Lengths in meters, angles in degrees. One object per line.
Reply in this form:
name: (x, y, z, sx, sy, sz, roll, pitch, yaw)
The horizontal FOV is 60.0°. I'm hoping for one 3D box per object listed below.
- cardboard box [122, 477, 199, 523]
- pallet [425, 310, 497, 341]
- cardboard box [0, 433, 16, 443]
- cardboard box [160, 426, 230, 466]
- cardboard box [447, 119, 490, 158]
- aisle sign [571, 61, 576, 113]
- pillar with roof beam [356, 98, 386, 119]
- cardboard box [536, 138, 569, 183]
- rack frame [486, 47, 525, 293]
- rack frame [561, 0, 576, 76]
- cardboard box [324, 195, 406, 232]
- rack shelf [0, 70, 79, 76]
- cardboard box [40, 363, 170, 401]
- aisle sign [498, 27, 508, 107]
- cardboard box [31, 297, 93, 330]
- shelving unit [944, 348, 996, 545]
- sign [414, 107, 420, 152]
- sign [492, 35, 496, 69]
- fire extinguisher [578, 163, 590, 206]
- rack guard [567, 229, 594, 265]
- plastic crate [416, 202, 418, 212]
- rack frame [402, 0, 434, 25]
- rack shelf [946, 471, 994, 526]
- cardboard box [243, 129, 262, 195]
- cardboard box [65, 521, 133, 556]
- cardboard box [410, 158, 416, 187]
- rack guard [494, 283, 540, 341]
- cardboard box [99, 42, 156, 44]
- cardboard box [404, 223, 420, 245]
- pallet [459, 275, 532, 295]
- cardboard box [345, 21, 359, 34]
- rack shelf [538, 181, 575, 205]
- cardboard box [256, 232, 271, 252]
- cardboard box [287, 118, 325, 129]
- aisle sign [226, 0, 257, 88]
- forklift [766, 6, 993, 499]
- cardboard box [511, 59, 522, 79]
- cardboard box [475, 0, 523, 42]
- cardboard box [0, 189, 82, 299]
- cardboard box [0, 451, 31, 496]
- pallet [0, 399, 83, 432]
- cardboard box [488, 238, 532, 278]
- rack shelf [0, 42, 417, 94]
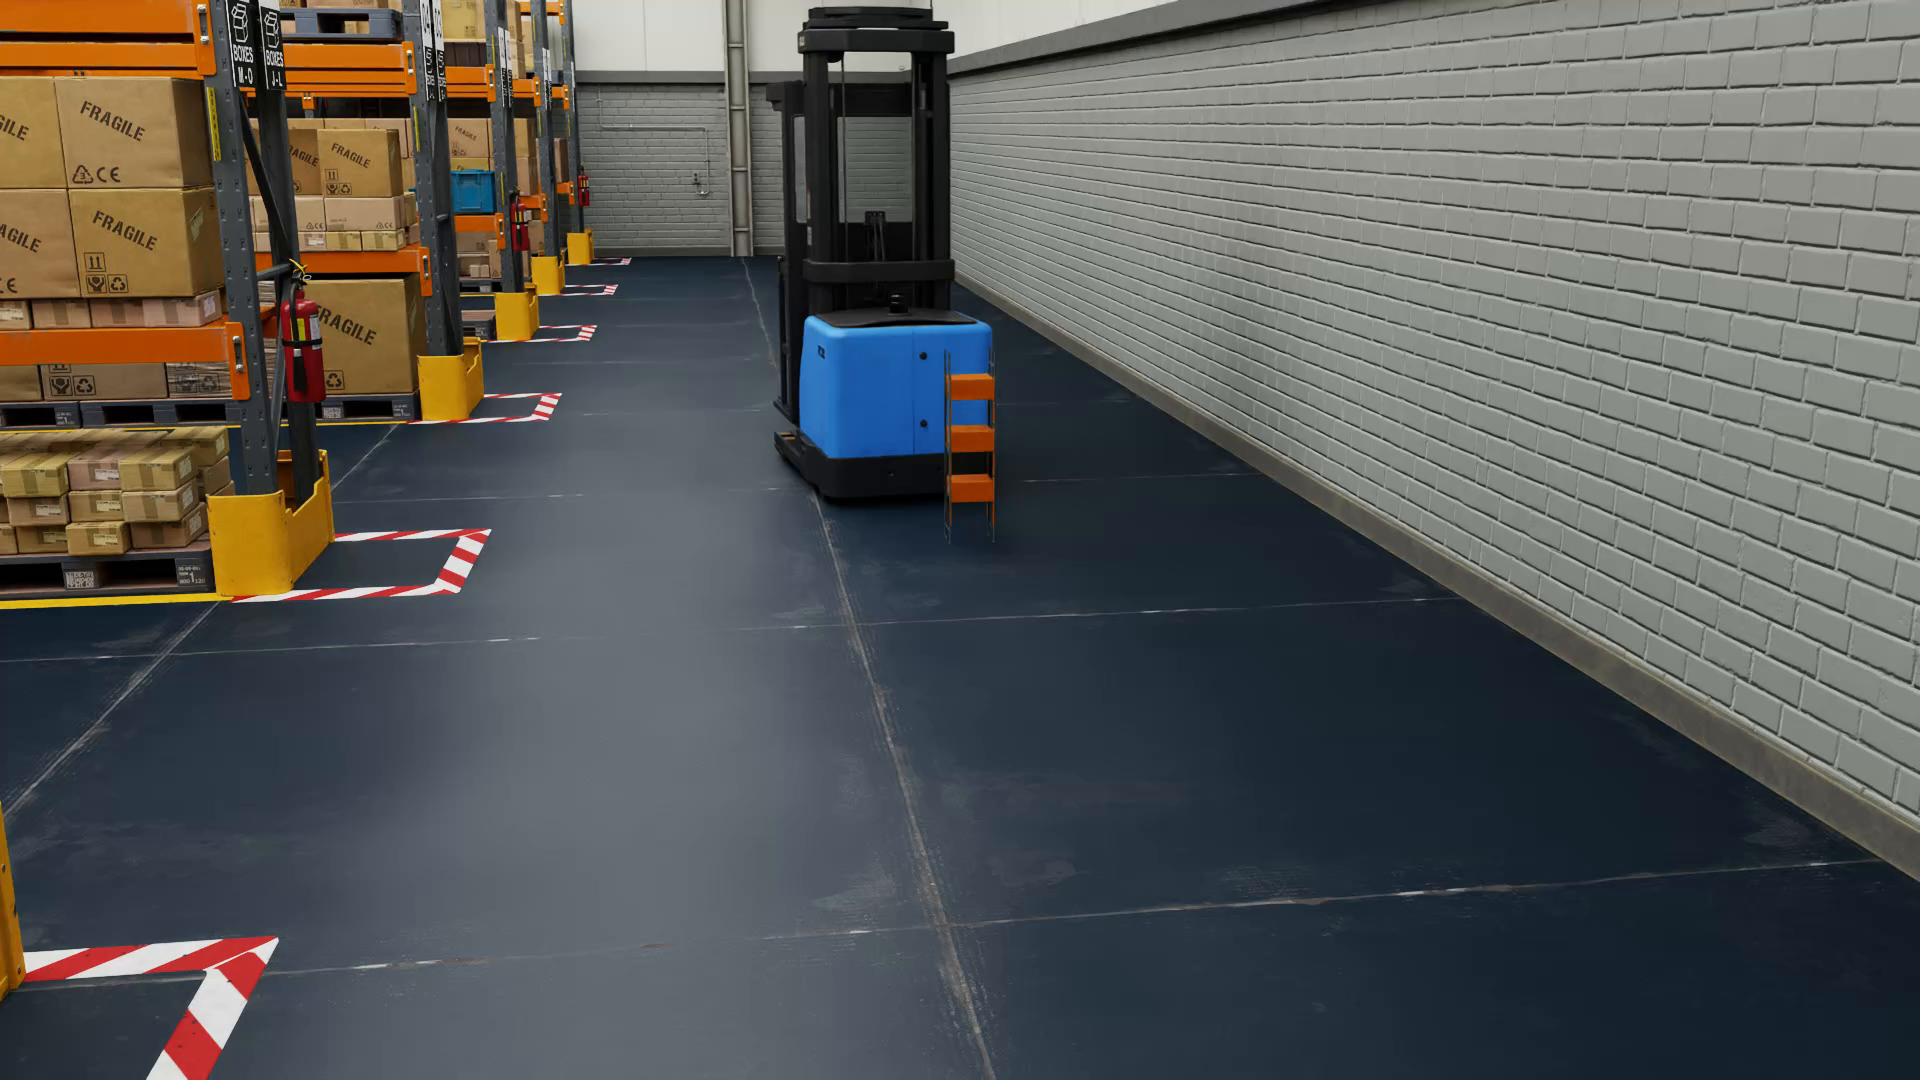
cardboard box: (-3.961, -0.202, 8.247, 0.250, 0.149, 0.380, -2, 14, -10)
pallet: (-5.680, -2.340, 18.117, 1.213, 0.211, 1.003, -2, 14, -8)
cardboard box: (-5.082, -0.443, 8.596, 0.250, 0.149, 0.380, -2, 14, -6)
cardboard box: (-4.050, -0.497, 8.811, 0.250, 0.149, 0.380, -3, 14, -11)
cardboard box: (-6.491, -5.337, 22.076, 0.500, 0.500, 0.500, -2, 14, -7)
aisle sign: (-6.219, -7.287, 26.769, 0.004, 0.787, 0.394, -2, 14, -8)
pillar with roof beam: (-9.085, -8.059, 22.856, 0.400, 9.000, 9.100, -2, 14, -8)
cardboard box: (-6.837, -6.220, 27.243, 0.700, 0.700, 0.980, -1, 14, -6)
rack frame: (-4.859, -3.713, 17.860, 0.127, 3.000, 1.000, -2, 14, -8)
rack frame: (-6.335, -9.006, 26.633, 0.127, 3.000, 1.000, -2, 14, -8)
cardboard box: (-4.560, -2.512, 12.767, 0.500, 0.250, 0.500, -2, 14, -9)
rack shelf: (-10.792, -4.601, 16.716, 4.000, 0.370, 1.077, -2, 14, -8)
cardboard box: (-6.522, -1.587, 12.888, 0.875, 0.875, 0.875, -2, 14, -8)
aisle sign: (-4.744, -4.906, 17.273, 0.004, 0.787, 0.394, -2, 14, -8)
cardboard box: (-4.259, -1.110, 7.999, 0.250, 0.149, 0.380, -2, 14, -9)
shelving unit: (0.053, -0.511, 9.102, 0.252, 1.050, 0.215, -2, 14, -8)
sign: (-4.054, -3.067, 12.417, 0.005, 0.325, 0.100, -2, 14, -8)
sign: (-4.761, -4.985, 16.983, 0.005, 0.325, 0.100, -2, 14, -8)
fire extinguisher: (-6.117, -5.772, 26.996, 0.183, 0.674, 0.296, -2, 14, -8)
rack guard: (-6.311, -4.884, 27.670, 0.348, 0.500, 1.175, -2, 14, -8)
plastic crate: (-5.638, -3.541, 17.593, 0.243, 0.136, 0.396, -2, 14, -8)
rack frame: (-4.121, -5.431, 12.380, 0.127, 3.000, 1.000, -2, 14, -8)
rack shelf: (0.053, -0.231, 9.172, 0.240, 0.259, 0.215, -2, 14, -8)
cardboard box: (-5.641, -2.966, 13.037, 0.500, 0.500, 0.500, -2, 14, -10)
cardboard box: (-4.210, -0.043, 8.223, 0.250, 0.149, 0.380, -2, 14, -7)
cardboard box: (-7.002, -4.835, 22.129, 0.500, 0.500, 0.500, -2, 14, -8)
rack guard: (-4.837, -2.504, 18.180, 0.348, 0.500, 1.175, -2, 14, -8)
cardboard box: (-10.715, -6.485, 21.473, 0.600, 0.600, 0.600, -2, 14, -9)
cardboard box: (-4.521, -2.466, 13.405, 0.250, 0.149, 0.380, -2, 14, -8)
pallet: (-6.456, -3.520, 22.824, 1.213, 0.211, 1.003, -2, 14, -8)
cardboard box: (-8.064, -6.778, 21.656, 0.500, 0.500, 0.700, -2, 14, -8)
rack shelf: (-8.312, -5.674, 27.161, 4.000, 0.370, 1.077, -2, 14, -8)
cardboard box: (-5.177, -2.280, 12.663, 0.250, 0.149, 0.380, -2, 14, -7)
cardboard box: (-8.530, -5.261, 21.773, 0.500, 0.500, 0.500, -3, 14, -10)
aisle sign: (-3.365, -2.516, 7.744, 0.004, 0.787, 0.394, -2, 14, -8)
forklift: (-0.666, -1.984, 11.107, 1.130, 2.935, 3.031, -4, 15, -15)
cardboard box: (-6.062, -6.205, 21.938, 0.500, 0.250, 0.500, -2, 14, -8)
cardboard box: (-6.098, -6.870, 22.023, 0.500, 0.500, 0.700, -2, 14, -8)
cardboard box: (-4.398, -1.422, 7.908, 0.500, 0.500, 0.500, -2, 14, -9)
cardboard box: (-4.727, -0.325, 8.124, 0.250, 0.149, 0.380, -3, 14, -11)
pallet: (-7.313, -1.033, 12.906, 1.213, 0.211, 1.003, -2, 14, -8)
cardboard box: (-6.094, -3.826, 22.547, 0.500, 0.500, 0.500, -2, 14, -8)
rack shelf: (-6.098, -3.555, 12.543, 4.000, 0.370, 1.077, -2, 14, -8)
